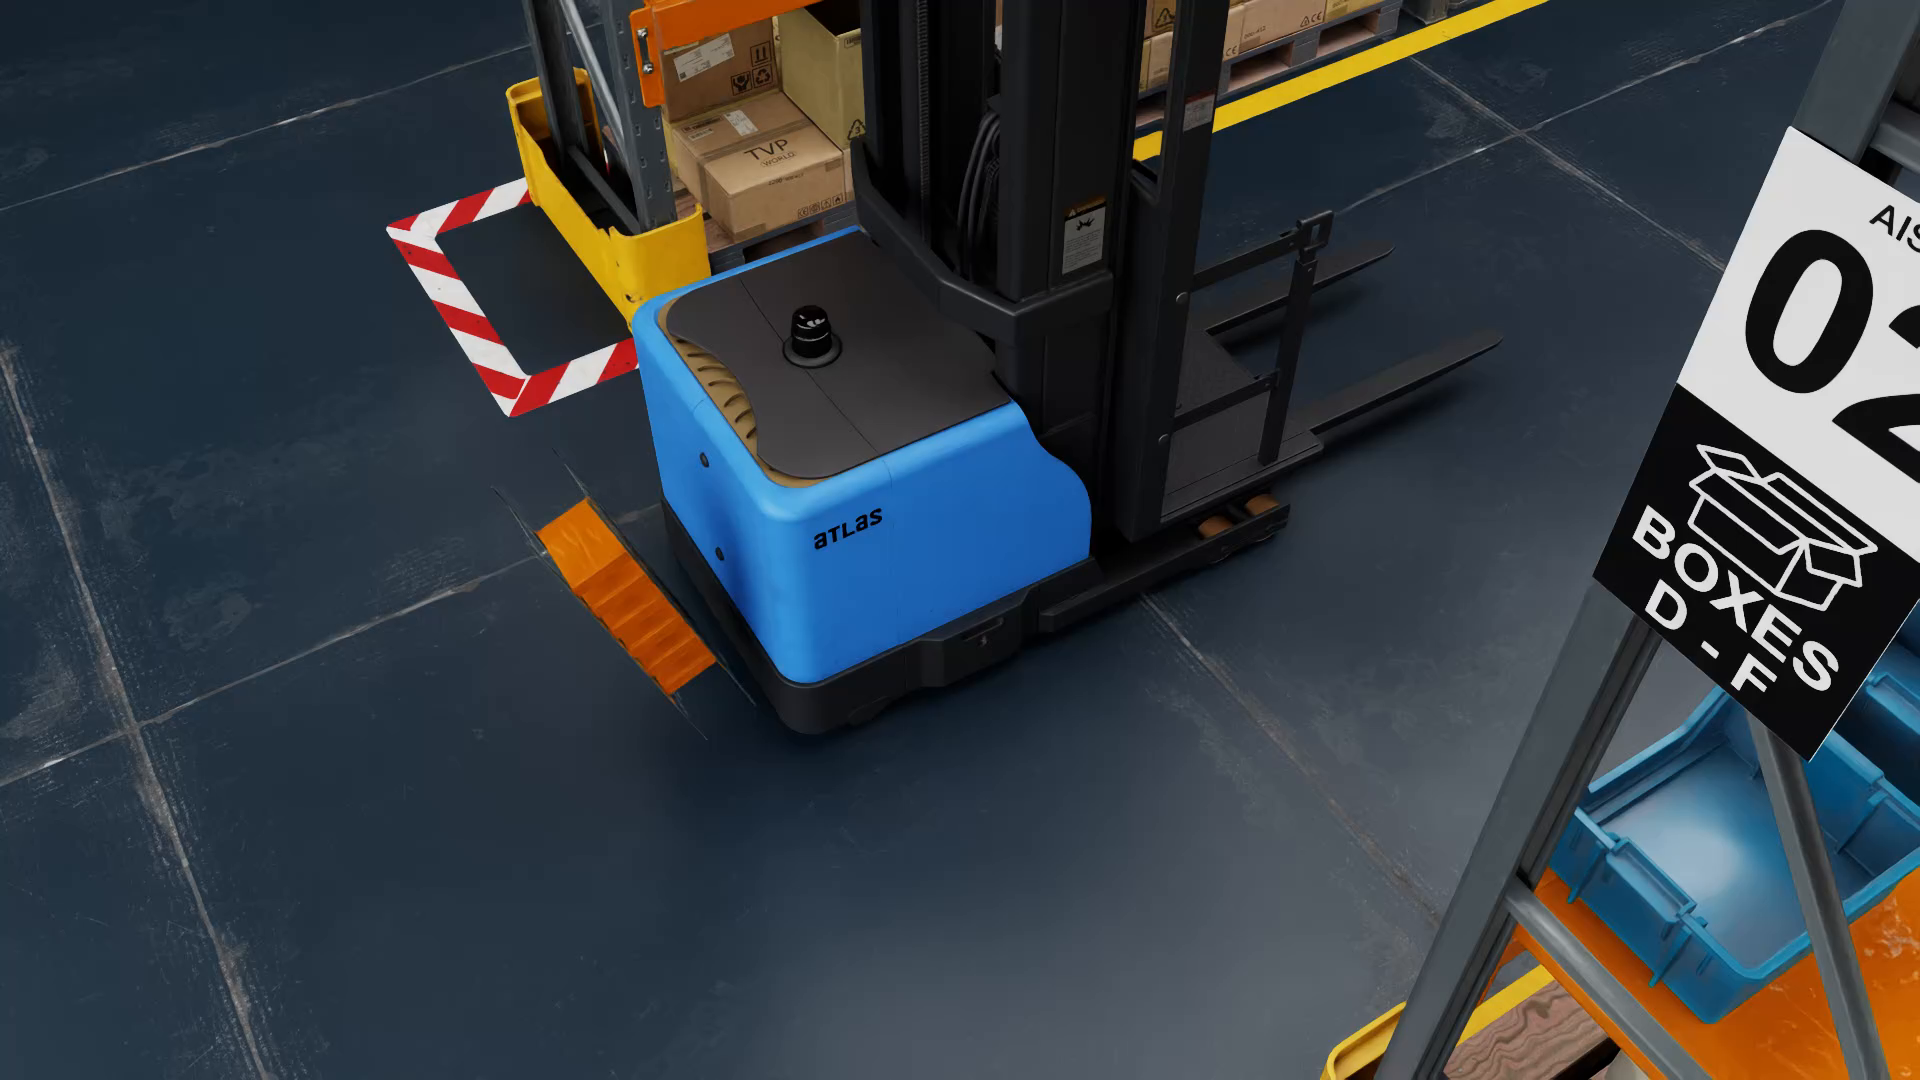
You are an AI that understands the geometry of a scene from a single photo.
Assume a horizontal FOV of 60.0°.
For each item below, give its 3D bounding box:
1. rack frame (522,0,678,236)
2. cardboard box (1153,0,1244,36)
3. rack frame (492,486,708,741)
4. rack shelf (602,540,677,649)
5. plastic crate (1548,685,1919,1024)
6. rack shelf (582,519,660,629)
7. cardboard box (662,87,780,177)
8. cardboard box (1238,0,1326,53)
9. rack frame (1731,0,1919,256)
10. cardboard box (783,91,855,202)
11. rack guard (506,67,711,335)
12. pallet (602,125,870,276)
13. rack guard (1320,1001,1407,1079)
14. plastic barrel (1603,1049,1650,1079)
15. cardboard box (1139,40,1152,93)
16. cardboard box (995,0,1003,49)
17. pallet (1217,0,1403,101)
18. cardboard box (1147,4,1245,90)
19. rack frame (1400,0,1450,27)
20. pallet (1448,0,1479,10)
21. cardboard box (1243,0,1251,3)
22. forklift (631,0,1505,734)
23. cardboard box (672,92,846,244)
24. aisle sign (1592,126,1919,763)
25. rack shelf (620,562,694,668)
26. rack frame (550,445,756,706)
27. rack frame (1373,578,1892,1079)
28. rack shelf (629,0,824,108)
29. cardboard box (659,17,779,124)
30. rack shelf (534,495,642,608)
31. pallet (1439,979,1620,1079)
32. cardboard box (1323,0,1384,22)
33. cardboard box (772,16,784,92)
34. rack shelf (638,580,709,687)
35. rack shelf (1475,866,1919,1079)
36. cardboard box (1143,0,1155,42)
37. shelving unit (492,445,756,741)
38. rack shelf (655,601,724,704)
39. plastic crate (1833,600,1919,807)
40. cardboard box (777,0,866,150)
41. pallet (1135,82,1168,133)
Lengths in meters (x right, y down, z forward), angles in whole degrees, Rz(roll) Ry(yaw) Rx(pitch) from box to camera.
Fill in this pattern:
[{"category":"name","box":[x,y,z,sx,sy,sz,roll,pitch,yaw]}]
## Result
[{"category":"rack frame","box":[-1.372,-2.191,5.692,0.127,3.000,1.000,-25,53,-21]},{"category":"cardboard box","box":[0.886,-2.543,7.064,0.500,0.500,0.500,-25,53,-21]},{"category":"rack frame","box":[-1.004,0.243,4.766,0.006,1.200,0.240,-36,56,-7]},{"category":"rack shelf","box":[-0.950,0.151,4.714,0.180,0.103,0.258,-36,56,-7]},{"category":"plastic crate","box":[1.532,0.600,3.306,0.616,0.251,0.499,-25,53,-21]},{"category":"rack shelf","box":[-0.980,0.089,4.616,0.180,0.103,0.258,-36,56,-7]},{"category":"cardboard box","box":[-1.076,-1.816,6.919,0.500,0.250,0.500,-25,53,-21]},{"category":"cardboard box","box":[1.307,-2.494,7.522,0.500,0.250,0.500,-25,53,-21]},{"category":"rack frame","box":[1.268,-1.056,0.665,0.127,3.000,1.000,-25,53,-21]},{"category":"cardboard box","box":[-0.379,-1.691,6.807,0.500,0.250,0.500,-25,53,-21]},{"category":"rack guard","box":[-1.392,-1.350,6.617,0.348,0.500,1.175,-25,53,-21]},{"category":"pallet","box":[-0.747,-1.595,7.029,1.213,0.211,1.003,-25,53,-21]},{"category":"rack guard","box":[1.307,1.711,3.892,0.348,0.500,1.175,-25,53,-21]},{"category":"plastic barrel","box":[1.784,1.316,3.954,0.421,0.512,0.421,0,48,0]},{"category":"cardboard box","box":[0.470,-2.086,7.159,0.500,0.250,0.500,-25,53,-21]},{"category":"cardboard box","box":[0.038,-2.146,6.711,0.500,0.500,0.500,-25,53,-21]},{"category":"pallet","box":[1.316,-2.567,7.895,1.213,0.211,1.003,-25,53,-21]},{"category":"cardboard box","box":[0.892,-2.286,7.337,0.500,0.250,0.500,-25,53,-21]},{"category":"rack frame","box":[2.011,-3.785,7.112,0.127,3.000,1.000,-25,53,-21]},{"category":"pallet","box":[2.614,-3.176,8.437,1.213,0.211,1.003,-25,53,-21]},{"category":"cardboard box","box":[1.307,-2.745,7.243,0.500,0.500,0.500,-25,53,-21]},{"category":"forklift","box":[0.537,-1.214,4.868,3.031,2.935,1.130,-24,53,-20]},{"category":"cardboard box","box":[-0.800,-1.489,6.628,0.500,0.250,0.500,-25,53,-21]},{"category":"aisle sign","box":[1.049,-0.084,2.076,0.004,0.787,0.394,-25,53,-21]},{"category":"rack shelf","box":[-0.919,0.212,4.813,0.180,0.103,0.258,-36,56,-7]},{"category":"rack frame","box":[-0.857,0.136,4.787,0.006,1.200,0.240,-36,56,-7]},{"category":"rack frame","box":[1.268,0.939,2.905,0.127,3.000,1.000,-25,53,-21]},{"category":"rack shelf","box":[0.320,-2.748,6.671,4.000,0.370,1.077,-25,53,-21]},{"category":"cardboard box","box":[-1.077,-2.067,6.640,0.500,0.500,0.500,-25,53,-21]},{"category":"rack shelf","box":[-1.011,0.028,4.518,0.180,0.103,0.258,-36,56,-7]},{"category":"pallet","box":[1.997,1.486,4.285,1.213,0.211,1.003,-25,53,-21]},{"category":"cardboard box","box":[1.736,-2.687,7.694,0.500,0.250,0.500,-25,53,-21]},{"category":"cardboard box","box":[-0.659,-2.023,7.103,0.500,0.250,0.500,-25,53,-21]},{"category":"rack shelf","box":[-0.889,0.274,4.911,0.180,0.103,0.258,-36,56,-7]},{"category":"rack shelf","box":[2.960,0.382,3.883,4.000,0.370,1.077,-25,53,-21]},{"category":"cardboard box","box":[0.471,-2.335,6.878,0.500,0.500,0.500,-25,53,-21]},{"category":"shelving unit","box":[-0.931,0.189,4.776,0.189,1.200,0.258,-36,56,-7]},{"category":"rack shelf","box":[-0.858,0.335,5.009,0.180,0.103,0.258,-36,56,-7]},{"category":"plastic crate","box":[2.084,0.345,3.534,0.408,0.251,0.499,-25,53,-21]},{"category":"cardboard box","box":[-0.378,-1.939,6.526,0.500,0.500,0.500,-25,53,-21]},{"category":"pallet","box":[0.283,-2.078,7.459,1.213,0.211,1.003,-25,53,-21]}]
